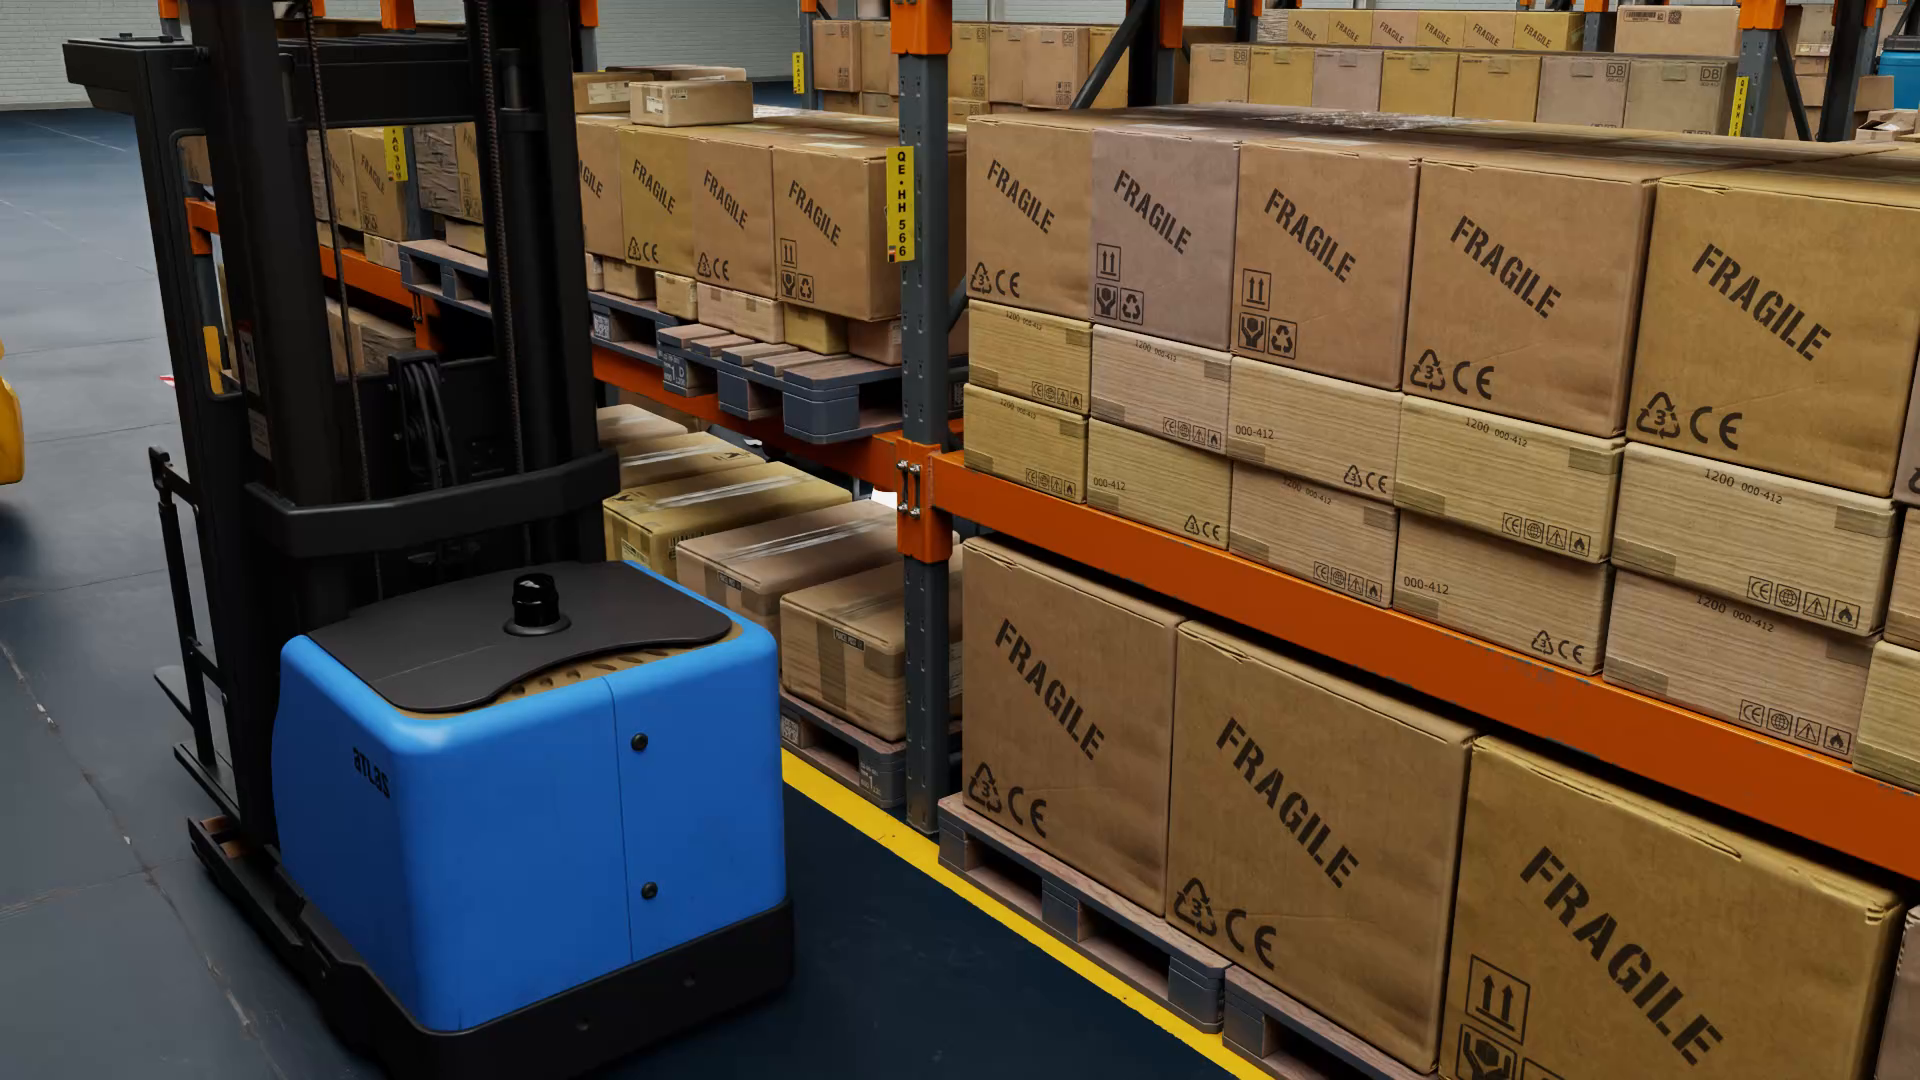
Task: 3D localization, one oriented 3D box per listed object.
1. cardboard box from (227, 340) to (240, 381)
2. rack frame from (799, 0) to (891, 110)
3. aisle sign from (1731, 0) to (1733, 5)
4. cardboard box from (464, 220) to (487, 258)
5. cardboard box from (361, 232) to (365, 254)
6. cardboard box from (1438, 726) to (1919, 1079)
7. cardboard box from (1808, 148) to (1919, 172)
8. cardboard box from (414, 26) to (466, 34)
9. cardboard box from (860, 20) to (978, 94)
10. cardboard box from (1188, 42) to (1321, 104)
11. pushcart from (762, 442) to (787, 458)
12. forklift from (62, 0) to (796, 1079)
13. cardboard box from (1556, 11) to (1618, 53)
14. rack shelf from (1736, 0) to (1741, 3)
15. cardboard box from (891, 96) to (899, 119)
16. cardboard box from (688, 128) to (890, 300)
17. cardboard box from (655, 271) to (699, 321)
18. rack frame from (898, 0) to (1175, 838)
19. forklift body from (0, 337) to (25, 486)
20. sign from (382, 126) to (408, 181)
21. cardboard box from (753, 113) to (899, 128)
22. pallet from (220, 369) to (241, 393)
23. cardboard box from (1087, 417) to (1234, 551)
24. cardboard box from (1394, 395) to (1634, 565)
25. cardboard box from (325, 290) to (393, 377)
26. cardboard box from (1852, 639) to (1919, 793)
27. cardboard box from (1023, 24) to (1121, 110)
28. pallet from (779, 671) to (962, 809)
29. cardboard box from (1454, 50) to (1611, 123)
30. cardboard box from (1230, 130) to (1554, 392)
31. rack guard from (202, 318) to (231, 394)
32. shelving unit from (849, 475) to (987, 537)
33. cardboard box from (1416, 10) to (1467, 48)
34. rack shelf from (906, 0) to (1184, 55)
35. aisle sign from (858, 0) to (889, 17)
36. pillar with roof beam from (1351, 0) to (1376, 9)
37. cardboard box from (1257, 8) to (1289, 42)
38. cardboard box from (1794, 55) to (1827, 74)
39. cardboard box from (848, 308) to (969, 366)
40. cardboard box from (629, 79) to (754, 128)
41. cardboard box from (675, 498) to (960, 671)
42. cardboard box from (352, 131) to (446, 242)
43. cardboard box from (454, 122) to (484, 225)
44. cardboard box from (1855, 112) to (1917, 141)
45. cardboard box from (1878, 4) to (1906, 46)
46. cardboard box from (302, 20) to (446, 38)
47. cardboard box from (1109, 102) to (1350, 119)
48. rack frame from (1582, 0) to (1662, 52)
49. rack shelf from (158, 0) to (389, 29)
[{"bbox_3d":[-4.432,-1.176,10.848,0.500,0.250,0.500,-14,23,-37],"label":"cardboard box"},{"bbox_3d":[-0.898,-3.526,14.238,1.000,3.000,0.127,-14,23,-36],"label":"rack frame"},{"bbox_3d":[10.540,-7.592,22.382,0.394,0.787,0.004,-14,23,-36],"label":"aisle sign"},{"bbox_3d":[-1.989,-1.368,7.453,0.380,0.149,0.250,-13,23,-35],"label":"cardboard box"},{"bbox_3d":[-2.932,-1.589,8.789,0.380,0.149,0.250,-14,23,-36],"label":"cardboard box"},{"bbox_3d":[1.720,0.873,3.665,0.875,0.875,0.875,-13,22,-35],"label":"cardboard box"},{"bbox_3d":[2.040,-0.508,3.376,0.500,0.500,0.500,-15,23,-37],"label":"cardboard box"},{"bbox_3d":[-2.335,-2.363,8.504,0.700,0.500,0.500,-14,23,-37],"label":"cardboard box"},{"bbox_3d":[-0.284,-3.893,13.391,0.875,0.550,0.550,-14,23,-36],"label":"cardboard box"},{"bbox_3d":[1.898,-2.941,10.722,0.700,0.500,0.500,-14,23,-37],"label":"cardboard box"},{"bbox_3d":[-0.476,-0.761,10.062,0.936,0.377,1.648,11,21,30],"label":"pushcart"},{"bbox_3d":[-1.777,-0.398,4.901,1.130,2.935,3.031,-15,23,-37],"label":"forklift"},{"bbox_3d":[5.456,-4.307,14.375,0.500,0.500,0.500,-14,23,-36],"label":"cardboard box"},{"bbox_3d":[12.062,-6.991,21.076,1.077,0.370,4.000,-14,23,-36],"label":"rack shelf"},{"bbox_3d":[-0.024,-3.220,13.078,0.875,0.550,0.550,-14,23,-36],"label":"cardboard box"},{"bbox_3d":[-0.578,-1.134,5.716,0.500,0.500,0.500,-14,23,-37],"label":"cardboard box"},{"bbox_3d":[-0.883,-0.912,6.077,0.380,0.149,0.250,-13,23,-35],"label":"cardboard box"},{"bbox_3d":[0.251,-0.563,5.292,1.000,3.000,0.127,-14,23,-36],"label":"rack frame"},{"bbox_3d":[-5.997,-1.051,8.114,2.313,2.155,1.214,-14,23,-36],"label":"forklift body"},{"bbox_3d":[-2.653,-1.852,7.807,0.100,0.325,0.005,-14,23,-36],"label":"sign"},{"bbox_3d":[-0.511,-1.364,6.410,0.500,0.500,0.500,-14,23,-35],"label":"cardboard box"},{"bbox_3d":[-4.192,-0.985,11.001,1.003,0.211,1.213,-14,23,-36],"label":"pallet"},{"bbox_3d":[0.691,-0.199,4.431,0.500,0.250,0.500,-15,23,-38],"label":"cardboard box"},{"bbox_3d":[1.297,-0.176,3.566,0.500,0.250,0.500,-13,23,-35],"label":"cardboard box"},{"bbox_3d":[-3.445,-1.143,9.555,0.500,0.500,0.500,-13,22,-33],"label":"cardboard box"},{"bbox_3d":[1.943,0.306,2.904,0.500,0.250,0.500,-14,23,-37],"label":"cardboard box"},{"bbox_3d":[0.951,-3.334,11.704,0.875,0.550,0.550,-14,23,-36],"label":"cardboard box"},{"bbox_3d":[-0.233,0.568,6.313,1.003,0.211,1.213,-14,23,-36],"label":"pallet"},{"bbox_3d":[3.163,-2.439,9.208,0.700,0.500,0.500,-14,23,-37],"label":"cardboard box"},{"bbox_3d":[0.991,-0.665,3.850,0.500,0.500,0.500,-13,22,-35],"label":"cardboard box"},{"bbox_3d":[-4.669,-1.329,11.582,1.175,0.500,0.348,-14,23,-36],"label":"rack guard"},{"bbox_3d":[-0.042,-0.740,8.188,0.538,1.500,1.048,-14,24,-37],"label":"shelving unit"},{"bbox_3d":[4.420,-4.450,14.807,0.500,0.500,0.500,-14,23,-36],"label":"cardboard box"},{"bbox_3d":[1.493,-1.153,3.445,1.077,0.370,4.000,-14,23,-36],"label":"rack shelf"},{"bbox_3d":[-0.707,-4.836,14.059,0.394,0.787,0.004,-14,23,-36],"label":"aisle sign"},{"bbox_3d":[4.989,-12.330,31.283,9.100,9.000,0.400,-14,23,-36],"label":"pillar with roof beam"},{"bbox_3d":[3.181,-4.943,16.297,0.500,0.500,0.500,-14,23,-36],"label":"cardboard box"},{"bbox_3d":[11.430,-6.203,22.164,0.700,0.500,0.500,-13,22,-35],"label":"cardboard box"},{"bbox_3d":[-0.137,-0.678,5.371,0.380,0.149,0.250,-13,22,-34],"label":"cardboard box"},{"bbox_3d":[-0.986,-1.607,6.113,0.380,0.149,0.250,-15,24,-39],"label":"cardboard box"},{"bbox_3d":[-0.556,0.163,6.610,0.950,0.372,0.625,-15,23,-37],"label":"cardboard box"},{"bbox_3d":[-2.703,-1.799,8.390,0.500,0.500,0.500,-15,23,-37],"label":"cardboard box"},{"bbox_3d":[-1.854,-1.642,7.250,0.500,0.500,0.500,-14,23,-36],"label":"cardboard box"},{"bbox_3d":[6.773,-2.991,12.170,0.396,0.266,0.258,-15,23,-38],"label":"cardboard box"},{"bbox_3d":[12.089,-6.558,21.173,0.700,0.500,0.500,-14,23,-36],"label":"cardboard box"},{"bbox_3d":[-3.522,-2.883,10.074,0.700,0.500,0.500,-14,23,-37],"label":"cardboard box"},{"bbox_3d":[0.777,-1.009,4.888,0.500,0.500,0.500,-15,23,-38],"label":"cardboard box"},{"bbox_3d":[5.536,-3.483,14.110,1.000,3.000,0.127,-14,23,-36],"label":"rack frame"},{"bbox_3d":[-3.474,-3.124,9.398,1.077,0.370,4.000,-14,23,-36],"label":"rack shelf"}]
